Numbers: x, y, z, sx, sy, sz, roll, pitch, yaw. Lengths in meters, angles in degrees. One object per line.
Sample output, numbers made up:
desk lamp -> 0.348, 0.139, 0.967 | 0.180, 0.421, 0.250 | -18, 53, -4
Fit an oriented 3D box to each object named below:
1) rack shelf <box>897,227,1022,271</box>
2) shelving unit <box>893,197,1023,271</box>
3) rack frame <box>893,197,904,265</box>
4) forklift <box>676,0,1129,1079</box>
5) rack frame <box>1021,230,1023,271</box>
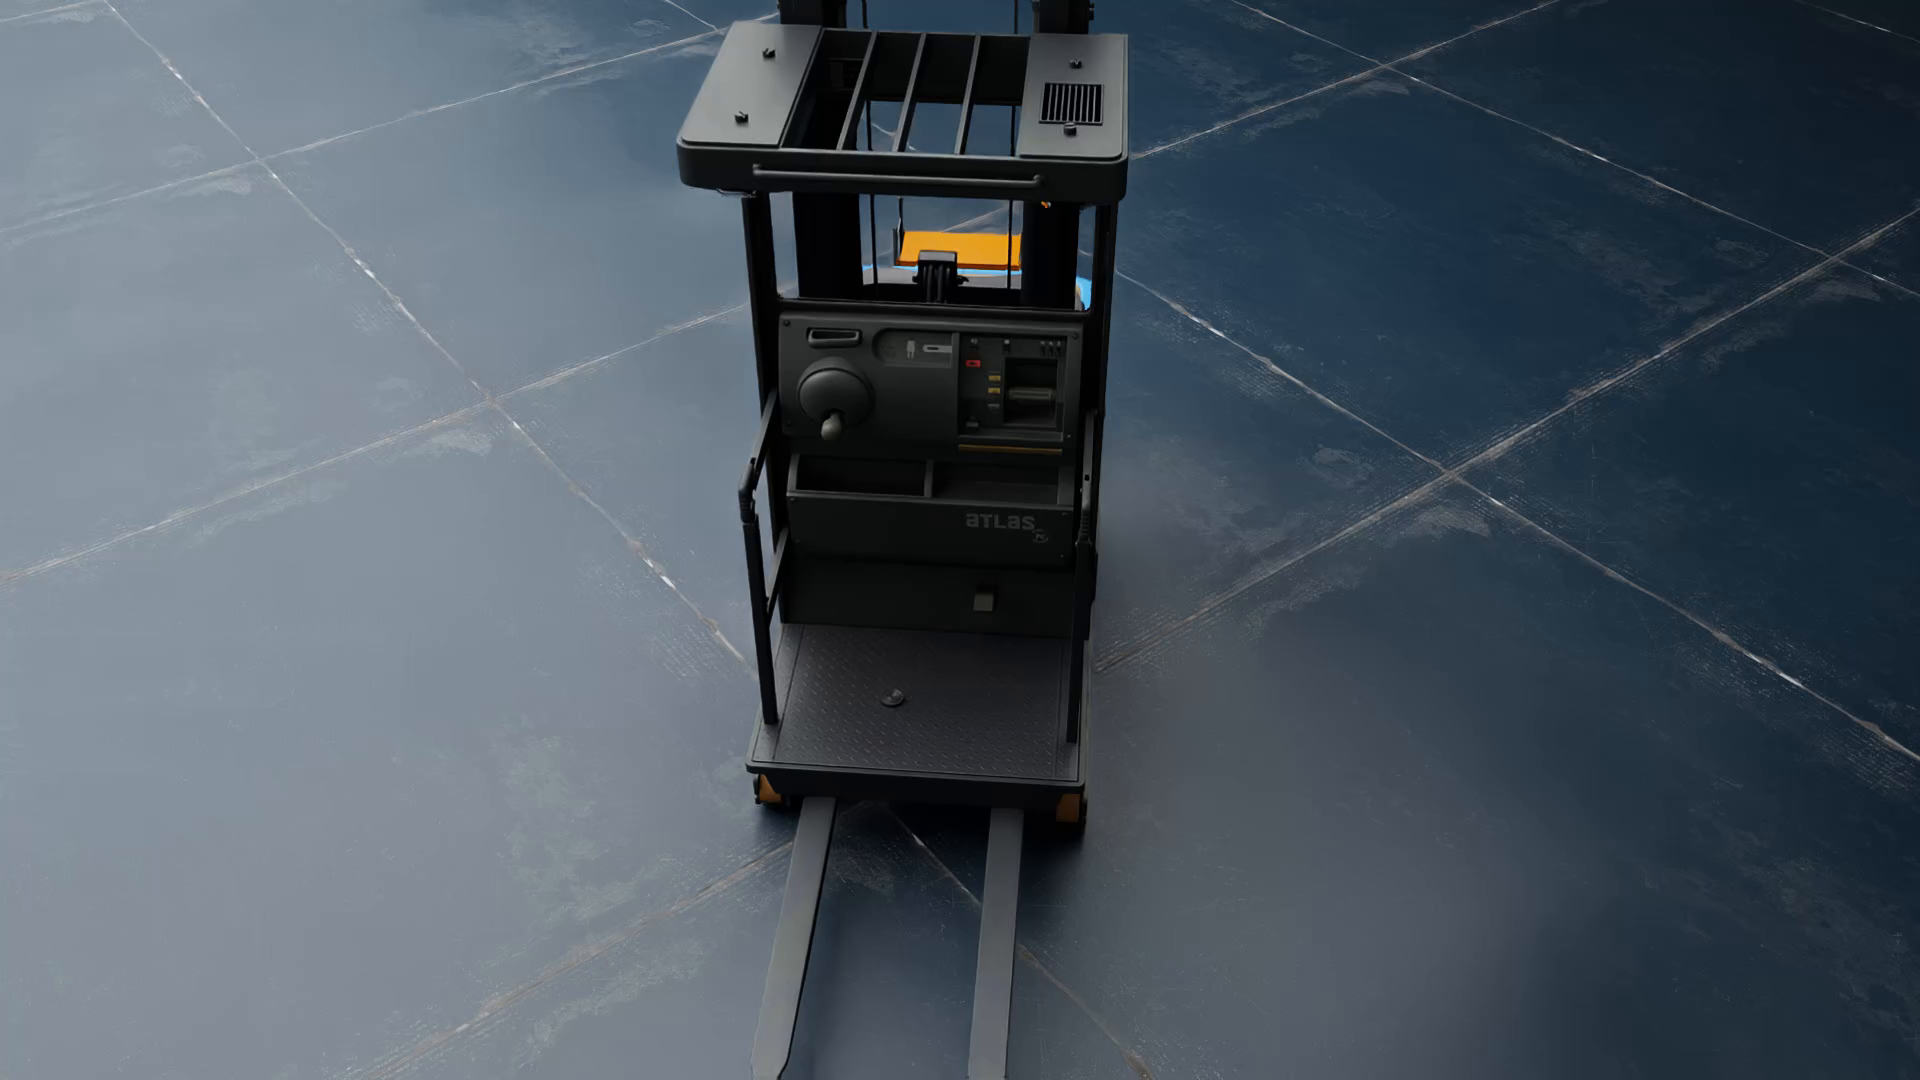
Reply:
rack shelf -> 0.005, -1.093, 6.517 | 0.480, 0.148, 0.258 | 3, 39, 3
shelving unit -> 0.005, -0.789, 6.766 | 0.503, 1.200, 0.258 | 3, 39, 3
rack frame -> -0.238, -0.801, 6.780 | 0.015, 1.200, 0.240 | 3, 39, 3
forklift -> -0.108, -0.409, 4.937 | 1.130, 2.935, 3.031 | 3, 39, 4
rack frame -> 0.248, -0.778, 6.752 | 0.015, 1.200, 0.240 | 3, 39, 3
